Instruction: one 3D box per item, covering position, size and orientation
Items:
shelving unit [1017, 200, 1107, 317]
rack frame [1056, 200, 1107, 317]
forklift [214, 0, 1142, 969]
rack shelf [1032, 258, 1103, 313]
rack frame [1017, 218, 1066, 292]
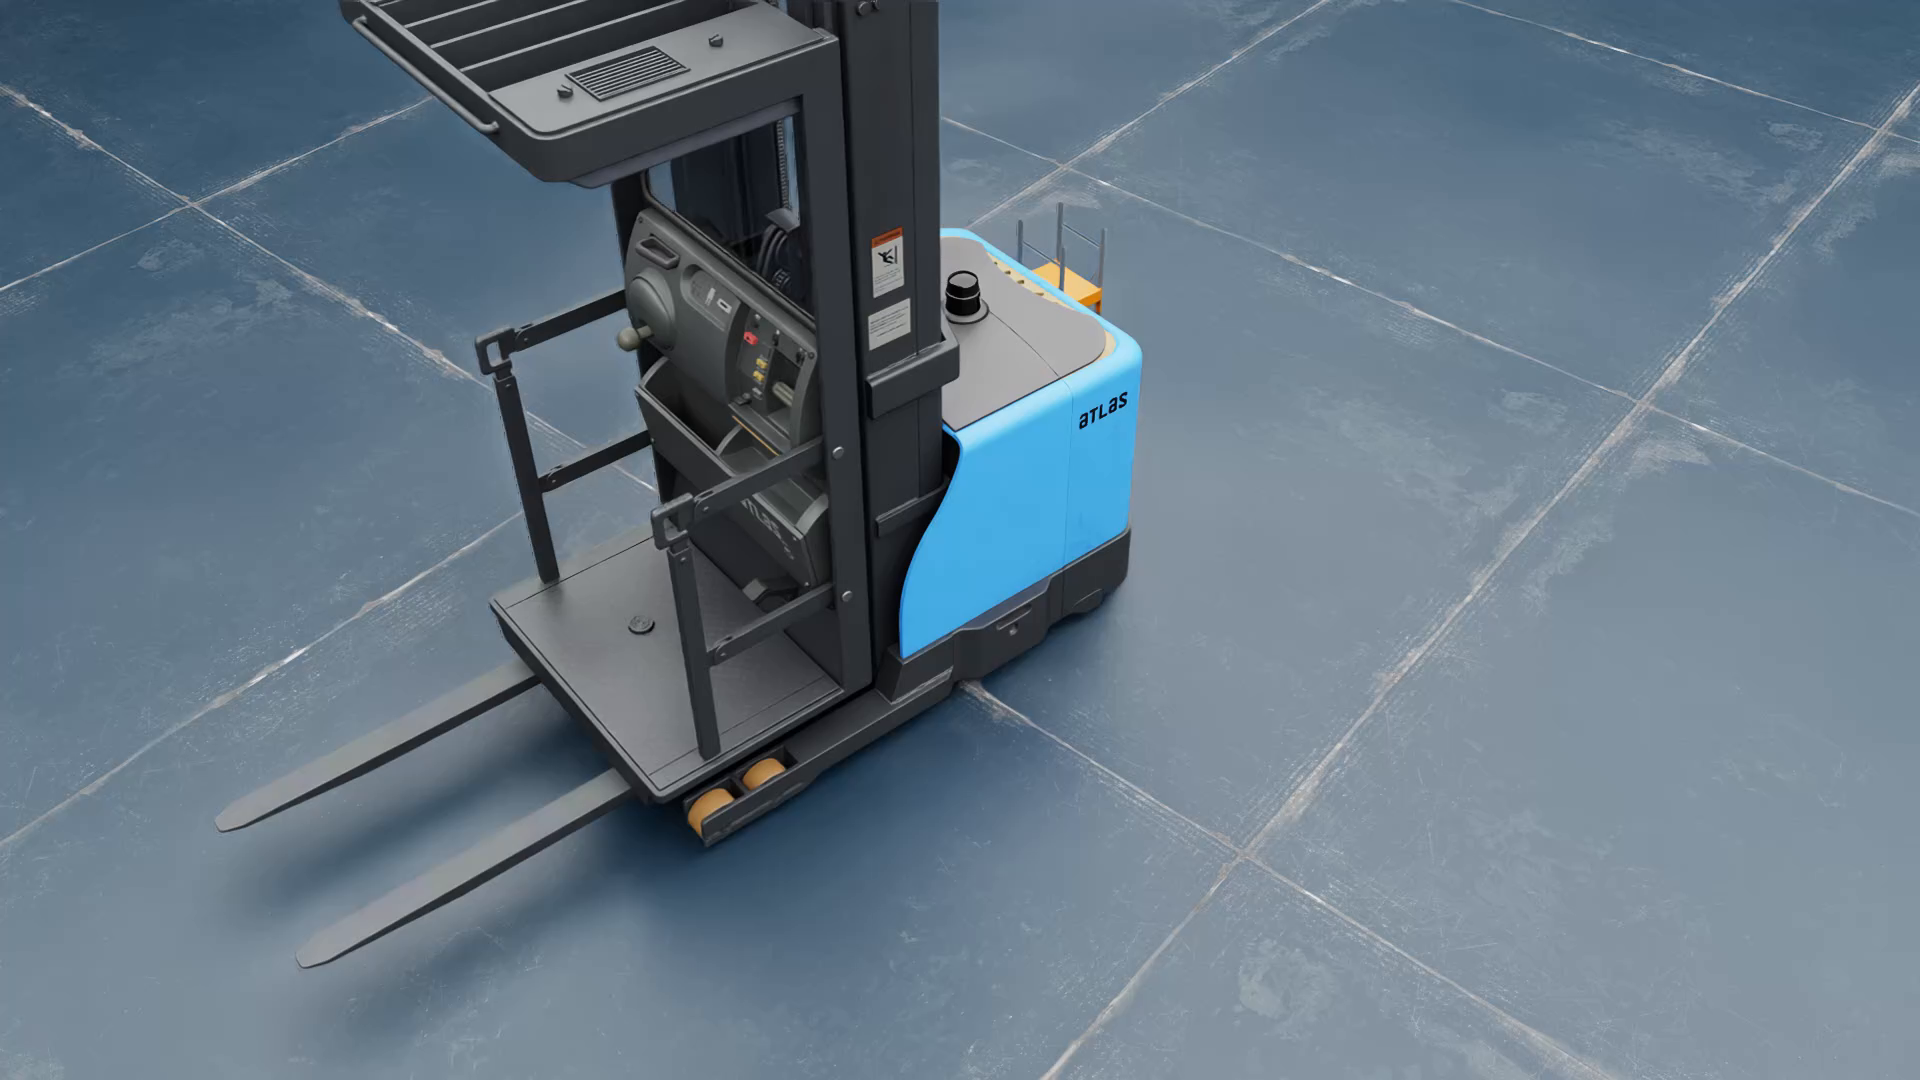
[{"bbox_3d":[0.347,-0.630,6.051,0.189,1.200,0.258,-29,49,-28],"label":"shelving unit"},{"bbox_3d":[0.418,-0.669,6.094,0.006,1.200,0.240,-29,49,-28],"label":"rack frame"},{"bbox_3d":[-0.858,-0.545,4.671,3.031,2.935,1.130,-29,49,-28],"label":"forklift"},{"bbox_3d":[0.347,-0.863,5.839,0.180,0.103,0.258,-29,49,-28],"label":"rack shelf"},{"bbox_3d":[0.276,-0.591,6.008,0.006,1.200,0.240,-29,49,-28],"label":"rack frame"}]
